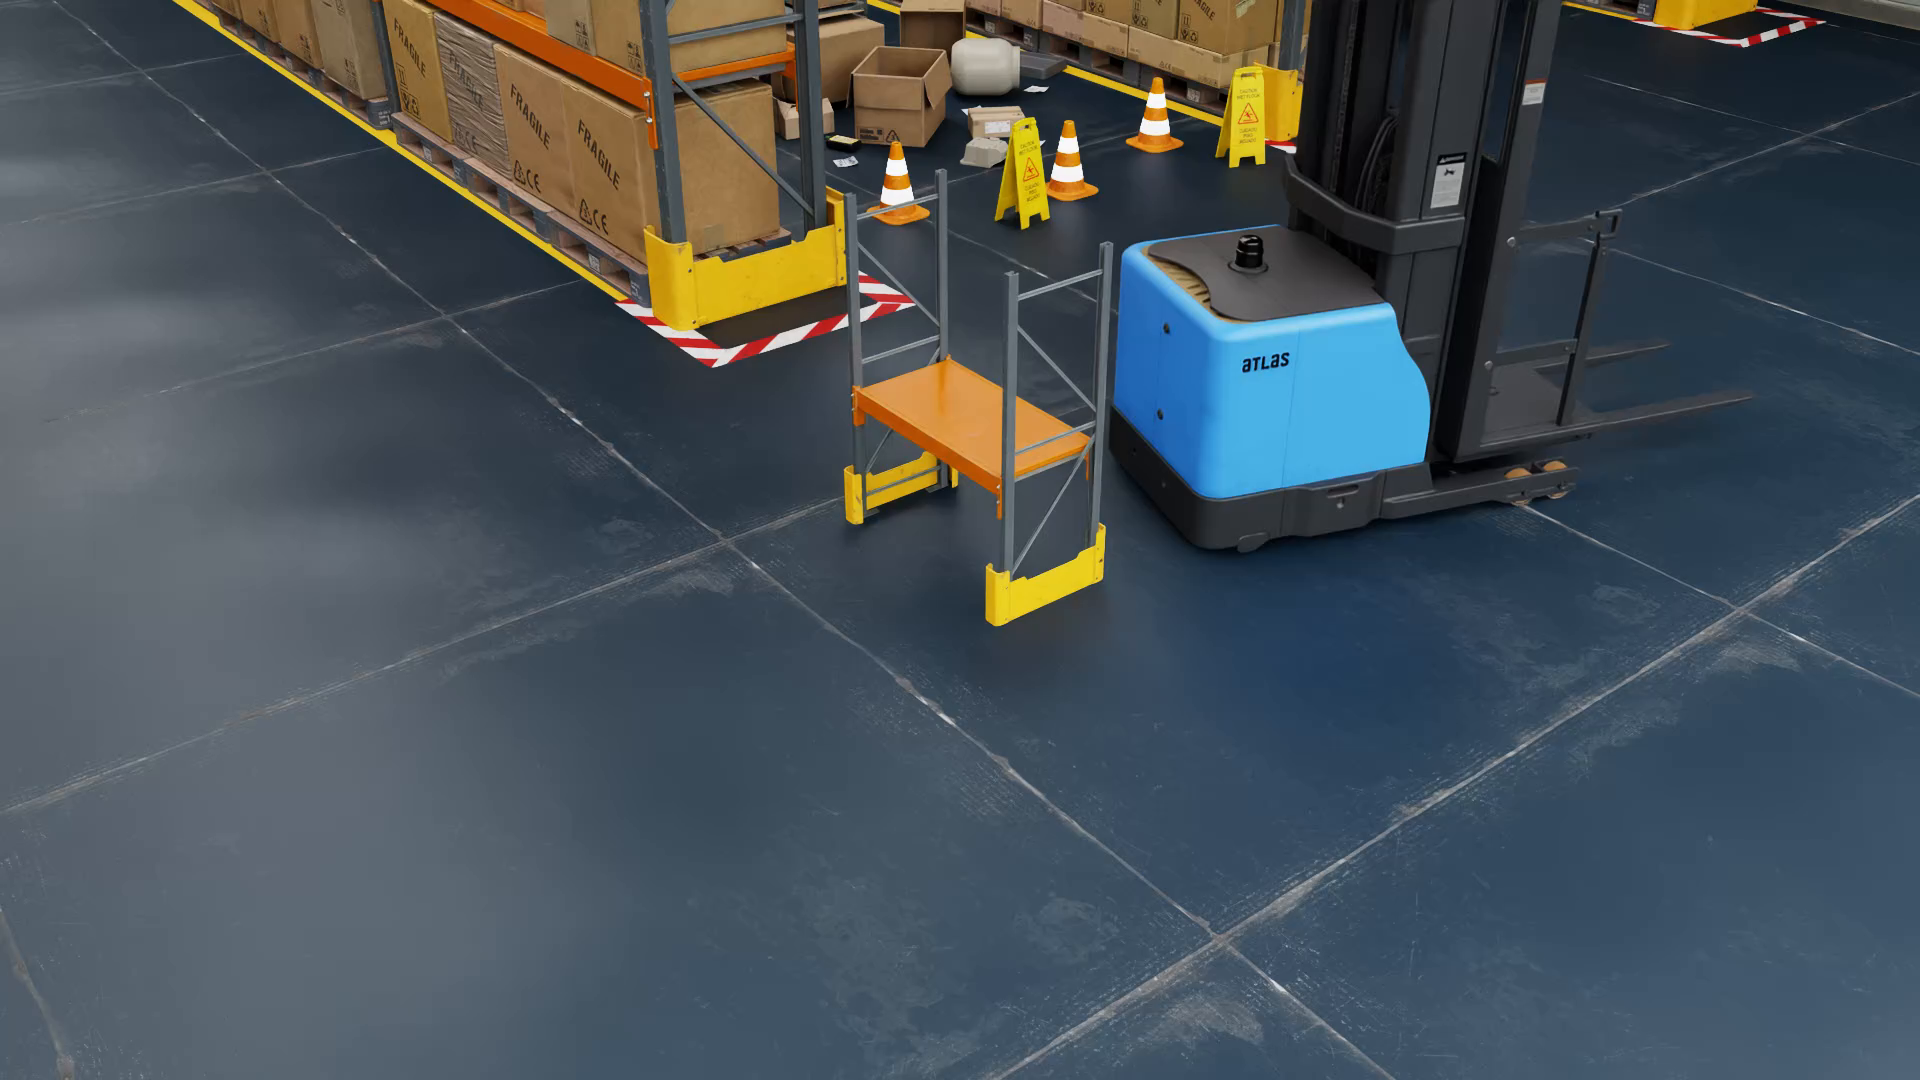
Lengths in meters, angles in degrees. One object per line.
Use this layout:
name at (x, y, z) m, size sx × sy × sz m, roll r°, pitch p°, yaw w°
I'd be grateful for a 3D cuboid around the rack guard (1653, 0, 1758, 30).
rack guard at (6.592, -4.851, 14.587) m, size 1.175 × 0.500 × 0.348 m, roll -22°, pitch 38°, yaw -31°

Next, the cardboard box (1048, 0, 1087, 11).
cardboard box at (1.009, -4.543, 13.218) m, size 0.500 × 0.500 × 0.500 m, roll -20°, pitch 37°, yaw -29°

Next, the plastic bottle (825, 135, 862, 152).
plastic bottle at (-0.844, -2.791, 11.685) m, size 0.283 × 0.061 × 0.133 m, roll 18°, pitch 36°, yaw 27°

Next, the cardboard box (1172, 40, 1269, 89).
cardboard box at (1.936, -3.586, 12.389) m, size 0.500 × 0.250 × 0.500 m, roll -22°, pitch 38°, yaw -32°

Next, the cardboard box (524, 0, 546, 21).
cardboard box at (-2.051, -3.372, 9.694) m, size 0.875 × 0.550 × 0.550 m, roll -22°, pitch 38°, yaw -31°

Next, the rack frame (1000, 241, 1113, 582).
rack frame at (0.364, -0.390, 6.456) m, size 0.500 × 1.500 × 0.032 m, roll -22°, pitch 38°, yaw -31°

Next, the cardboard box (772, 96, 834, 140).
cardboard box at (-1.133, -3.057, 11.921) m, size 0.396 × 0.266 × 0.258 m, roll -16°, pitch 35°, yaw -23°

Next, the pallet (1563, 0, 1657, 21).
pallet at (6.075, -5.044, 15.171) m, size 1.003 × 0.211 × 1.213 m, roll -22°, pitch 38°, yaw -31°

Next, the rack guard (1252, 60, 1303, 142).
rack guard at (2.612, -3.286, 12.066) m, size 1.175 × 0.500 × 0.348 m, roll -22°, pitch 38°, yaw -31°

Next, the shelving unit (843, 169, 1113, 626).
shelving unit at (0.047, -0.605, 6.803) m, size 0.587 × 1.500 × 1.083 m, roll -22°, pitch 38°, yaw -31°

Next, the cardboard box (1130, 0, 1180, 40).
cardboard box at (1.639, -4.111, 12.523) m, size 0.500 × 0.500 × 0.500 m, roll -21°, pitch 37°, yaw -30°

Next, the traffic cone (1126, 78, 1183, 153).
traffic cone at (1.376, -3.000, 11.642) m, size 0.336 × 0.463 × 0.334 m, roll -22°, pitch 38°, yaw -31°

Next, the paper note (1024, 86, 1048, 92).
paper note at (0.591, -3.484, 12.830) m, size 0.148 × 0.019 × 0.142 m, roll 18°, pitch 36°, yaw 27°

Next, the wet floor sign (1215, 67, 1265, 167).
wet floor sign at (1.930, -2.890, 11.292) m, size 0.267 × 0.644 × 0.232 m, roll -10°, pitch 33°, yaw -15°

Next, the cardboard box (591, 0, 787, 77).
cardboard box at (-1.453, -2.876, 8.895) m, size 0.875 × 0.550 × 0.550 m, roll -22°, pitch 38°, yaw -31°

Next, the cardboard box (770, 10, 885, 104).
cardboard box at (-0.998, -3.613, 12.462) m, size 0.797 × 0.637 × 0.503 m, roll -22°, pitch 38°, yaw -31°

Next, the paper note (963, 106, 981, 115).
paper note at (0.104, -3.202, 12.388) m, size 0.148 × 0.019 × 0.142 m, roll -10°, pitch 33°, yaw -15°

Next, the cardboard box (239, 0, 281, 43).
cardboard box at (-5.254, -4.583, 13.520) m, size 1.050 × 0.750 × 0.750 m, roll -22°, pitch 38°, yaw -31°

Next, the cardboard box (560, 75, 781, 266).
cardboard box at (-1.657, -2.209, 9.580) m, size 0.875 × 0.875 × 0.875 m, roll -22°, pitch 38°, yaw -31°

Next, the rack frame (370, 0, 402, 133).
rack frame at (-3.642, -4.339, 11.393) m, size 1.000 × 3.000 × 0.127 m, roll -22°, pitch 38°, yaw -31°

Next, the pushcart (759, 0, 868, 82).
pushcart at (-1.564, -4.110, 13.510) m, size 0.936 × 0.377 × 1.648 m, roll 18°, pitch 36°, yaw 27°

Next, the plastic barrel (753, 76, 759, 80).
plastic barrel at (-1.735, -3.268, 12.111) m, size 0.512 × 0.421 × 0.421 m, roll 1°, pitch 32°, yaw 2°

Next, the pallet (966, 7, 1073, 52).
pallet at (0.646, -4.530, 14.343) m, size 1.003 × 0.211 × 1.213 m, roll -22°, pitch 38°, yaw -31°

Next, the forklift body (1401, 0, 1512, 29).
forklift body at (3.974, -5.763, 14.490) m, size 2.313 × 2.155 × 1.214 m, roll -22°, pitch 38°, yaw -31°

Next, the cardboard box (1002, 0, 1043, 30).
cardboard box at (0.691, -4.441, 13.766) m, size 0.500 × 0.250 × 0.500 m, roll -20°, pitch 37°, yaw -29°

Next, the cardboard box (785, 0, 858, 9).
cardboard box at (-1.182, -4.654, 13.552) m, size 0.500 × 0.500 × 0.500 m, roll -22°, pitch 38°, yaw -31°

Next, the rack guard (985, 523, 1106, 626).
rack guard at (0.352, 0.133, 6.799) m, size 0.587 × 0.250 × 0.087 m, roll -22°, pitch 38°, yaw -31°

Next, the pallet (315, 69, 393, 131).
pallet at (-4.175, -3.452, 12.608) m, size 1.003 × 0.211 × 1.213 m, roll -22°, pitch 38°, yaw -31°

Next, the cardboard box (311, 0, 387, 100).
cardboard box at (-4.094, -3.791, 12.246) m, size 1.050 × 0.750 × 0.750 m, roll -22°, pitch 38°, yaw -32°

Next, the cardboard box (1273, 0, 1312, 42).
cardboard box at (2.368, -4.080, 12.473) m, size 0.500 × 0.500 × 0.500 m, roll -24°, pitch 39°, yaw -33°

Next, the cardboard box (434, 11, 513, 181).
cardboard box at (-2.756, -2.956, 10.782) m, size 0.875 × 0.875 × 0.875 m, roll -22°, pitch 38°, yaw -31°

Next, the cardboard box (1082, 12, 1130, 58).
cardboard box at (1.314, -4.011, 13.073) m, size 0.500 × 0.250 × 0.500 m, roll -24°, pitch 39°, yaw -33°

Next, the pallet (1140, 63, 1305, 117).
pallet at (2.142, -3.513, 12.706) m, size 1.003 × 0.211 × 1.213 m, roll -22°, pitch 38°, yaw -31°

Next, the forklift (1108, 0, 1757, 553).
forklift at (2.270, -1.652, 7.131) m, size 3.031 × 2.935 × 1.130 m, roll -10°, pitch 33°, yaw -16°

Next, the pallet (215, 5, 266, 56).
pallet at (-5.671, -4.469, 14.245) m, size 1.003 × 0.211 × 1.213 m, roll -22°, pitch 38°, yaw -31°

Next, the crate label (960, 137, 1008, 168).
crate label at (0.177, -2.668, 11.416) m, size 0.298 × 0.136 × 0.250 m, roll 12°, pitch 34°, yaw 19°

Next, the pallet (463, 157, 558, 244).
pallet at (-2.485, -2.304, 10.759) m, size 1.003 × 0.211 × 1.213 m, roll -22°, pitch 38°, yaw -31°
